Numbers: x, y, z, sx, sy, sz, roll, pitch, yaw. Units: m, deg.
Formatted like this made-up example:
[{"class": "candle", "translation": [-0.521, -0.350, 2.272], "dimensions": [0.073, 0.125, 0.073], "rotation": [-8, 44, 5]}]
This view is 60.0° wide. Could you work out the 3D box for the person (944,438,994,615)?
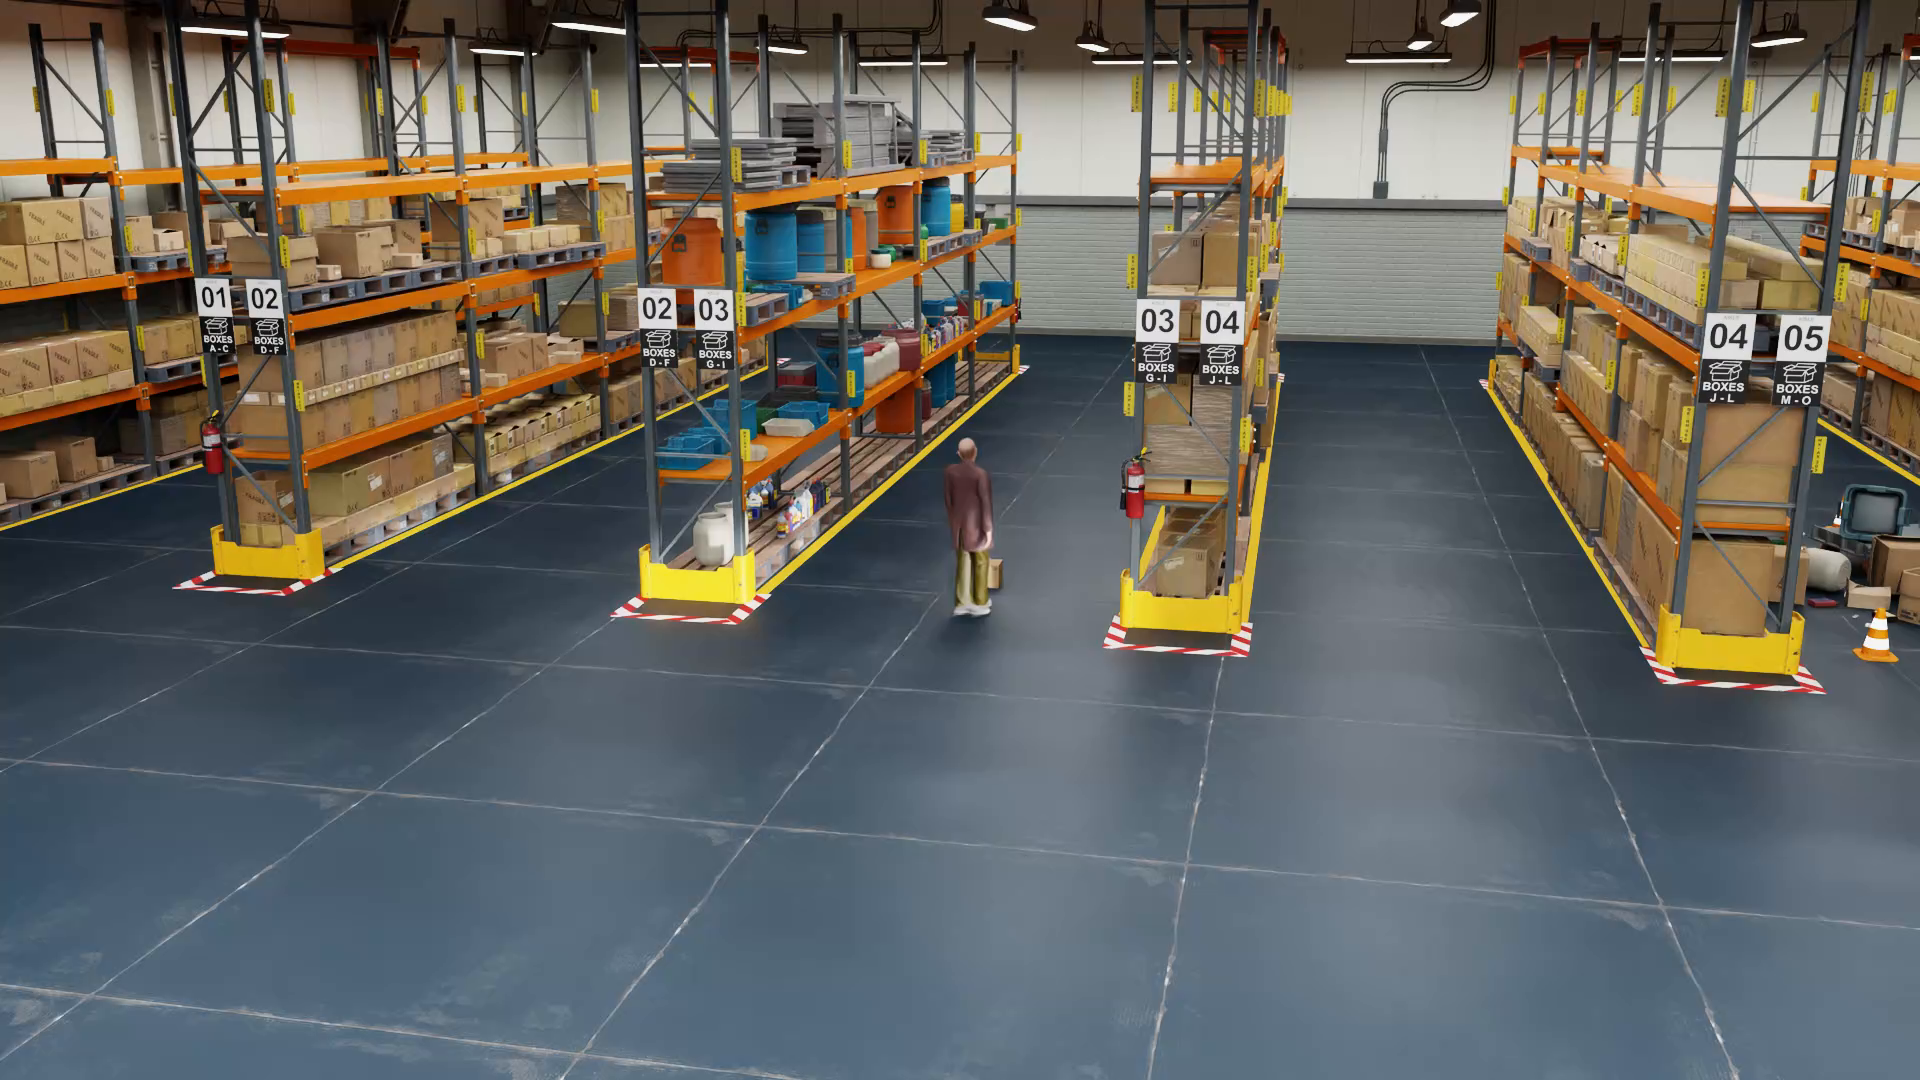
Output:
[{"class": "person", "translation": [0.163, -0.142, 16.591], "dimensions": [0.629, 1.774, 0.550], "rotation": [12, 18, 38]}]
